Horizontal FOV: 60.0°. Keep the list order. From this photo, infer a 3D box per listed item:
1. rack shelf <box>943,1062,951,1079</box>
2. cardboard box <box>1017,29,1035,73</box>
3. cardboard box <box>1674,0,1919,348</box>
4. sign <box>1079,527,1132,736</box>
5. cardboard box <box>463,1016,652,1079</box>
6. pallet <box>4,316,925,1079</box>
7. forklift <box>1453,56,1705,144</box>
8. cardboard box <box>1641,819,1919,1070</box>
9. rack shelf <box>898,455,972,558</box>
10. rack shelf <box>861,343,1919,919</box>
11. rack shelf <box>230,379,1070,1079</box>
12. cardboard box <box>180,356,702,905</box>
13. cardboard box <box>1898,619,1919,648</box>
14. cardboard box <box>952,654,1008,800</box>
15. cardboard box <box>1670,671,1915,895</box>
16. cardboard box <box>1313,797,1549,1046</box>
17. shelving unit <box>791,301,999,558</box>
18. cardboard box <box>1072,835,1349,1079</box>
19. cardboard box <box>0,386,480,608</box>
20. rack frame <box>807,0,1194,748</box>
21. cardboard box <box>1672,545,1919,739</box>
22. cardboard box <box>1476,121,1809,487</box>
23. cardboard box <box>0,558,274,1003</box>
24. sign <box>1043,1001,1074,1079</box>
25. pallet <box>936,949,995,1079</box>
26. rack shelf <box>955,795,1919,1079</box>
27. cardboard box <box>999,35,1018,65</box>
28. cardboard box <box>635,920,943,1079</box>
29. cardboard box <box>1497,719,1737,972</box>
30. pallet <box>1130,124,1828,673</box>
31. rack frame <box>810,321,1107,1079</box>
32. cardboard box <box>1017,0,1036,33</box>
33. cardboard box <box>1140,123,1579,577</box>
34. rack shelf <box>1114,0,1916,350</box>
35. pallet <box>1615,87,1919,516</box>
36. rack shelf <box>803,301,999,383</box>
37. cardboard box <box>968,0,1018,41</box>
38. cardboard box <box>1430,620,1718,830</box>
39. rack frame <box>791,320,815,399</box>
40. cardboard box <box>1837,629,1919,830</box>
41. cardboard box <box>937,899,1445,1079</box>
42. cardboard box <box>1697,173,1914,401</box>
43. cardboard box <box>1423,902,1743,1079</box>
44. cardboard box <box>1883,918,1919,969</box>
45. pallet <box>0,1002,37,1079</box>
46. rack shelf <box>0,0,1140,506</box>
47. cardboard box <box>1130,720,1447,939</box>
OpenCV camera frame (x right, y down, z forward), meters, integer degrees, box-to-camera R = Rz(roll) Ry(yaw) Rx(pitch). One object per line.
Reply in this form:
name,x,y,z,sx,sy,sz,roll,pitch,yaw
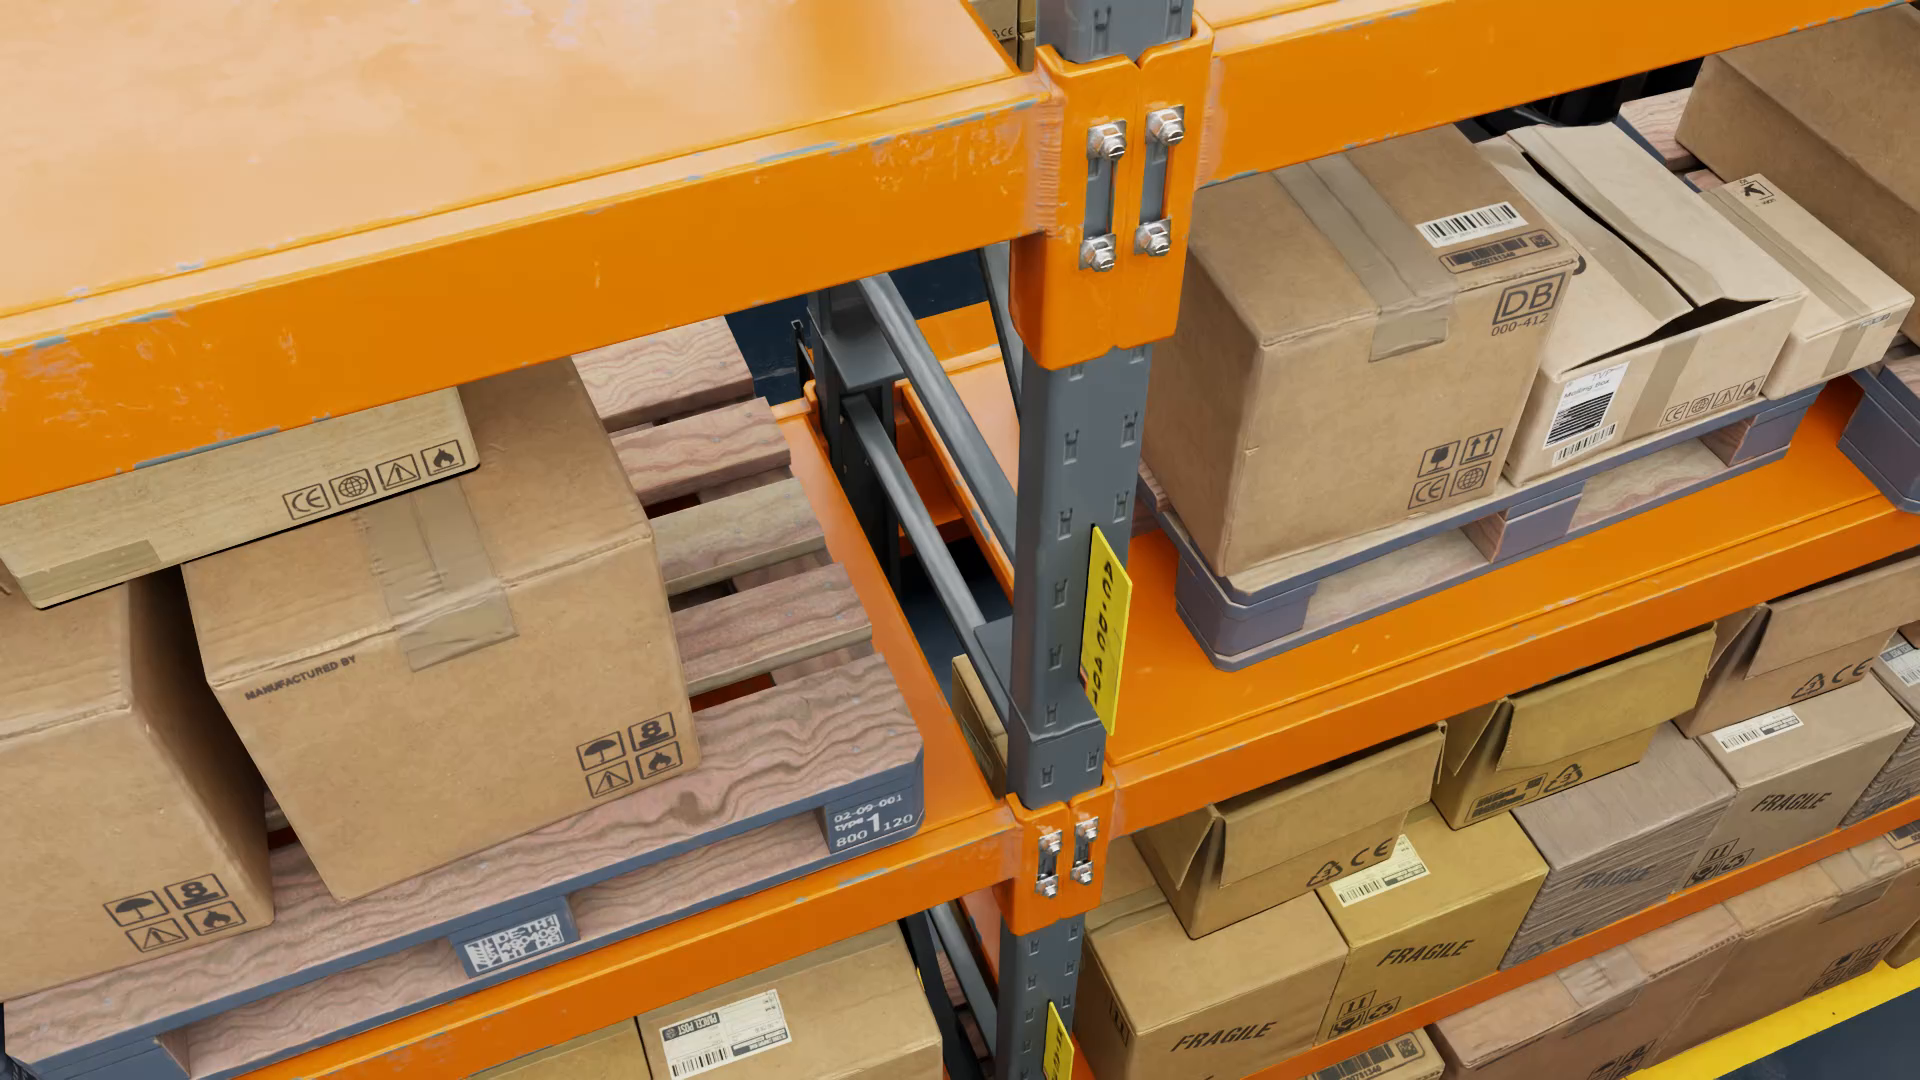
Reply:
rack shelf,-1.878,1.713,3.616,4.000,0.370,1.077,-17,52,-14
cardboard box,0.419,-2.395,8.041,0.500,0.500,0.500,-19,52,-16
cardboard box,1.793,-0.789,2.969,0.637,0.503,0.797,-18,52,-15
sign,0.185,0.123,2.138,0.005,0.325,0.100,-17,52,-14
cardboard box,-0.816,1.073,3.100,0.500,0.500,0.500,-17,51,-14
pallet,-0.788,0.184,2.537,1.213,0.211,1.003,-17,52,-14
forklift,2.667,-2.058,6.426,3.031,2.935,1.130,-21,53,-17
cardboard box,2.202,0.747,5.096,0.875,0.875,1.225,-17,51,-14
rack shelf,-0.006,-0.205,6.348,1.000,0.278,0.538,-17,52,-14
rack shelf,1.825,-0.411,3.464,4.000,0.370,1.077,-17,52,-14
rack shelf,-1.878,0.736,2.478,4.000,0.370,1.077,-17,52,-14
cardboard box,-0.728,-0.007,2.234,0.500,0.500,0.700,-20,52,-16
cardboard box,2.389,-0.218,4.074,0.637,0.503,0.797,-16,51,-13
cardboard box,0.303,0.547,4.078,0.500,0.500,0.500,-17,51,-14
cardboard box,1.899,0.476,4.139,0.500,0.500,0.500,-16,51,-14
cardboard box,0.959,0.772,3.885,0.500,0.500,0.500,-17,51,-14
shelving unit,-0.006,-0.365,6.162,1.048,1.125,0.538,-17,52,-14
cardboard box,0.494,0.916,3.761,0.500,0.500,0.500,-17,51,-14
cardboard box,-0.900,-0.253,1.951,0.500,0.250,0.500,-20,52,-17
rack frame,-0.026,-1.049,1.560,0.127,3.000,1.000,-17,52,-14
cardboard box,1.771,-0.021,3.905,0.637,0.503,0.797,-16,51,-13
cardboard box,1.023,-0.431,2.789,0.500,0.311,0.500,-19,52,-15
cardboard box,-1.228,0.144,2.104,0.500,0.500,0.700,-15,51,-12
sign,0.185,0.987,3.143,0.005,0.325,0.100,-17,52,-14
pallet,0.659,1.540,5.129,1.213,0.211,1.003,-17,52,-14
rack shelf,1.825,0.566,4.602,4.000,0.370,1.077,-17,52,-14
cardboard box,-0.055,-2.268,7.932,0.500,0.500,0.500,-16,51,-14
cardboard box,-0.351,0.933,3.221,0.500,0.500,0.500,-16,51,-13
cardboard box,1.422,0.628,4.008,0.500,0.500,0.500,-18,52,-15
pallet,0.804,-0.307,3.026,1.217,0.209,0.805,-19,52,-16
rack frame,-0.026,0.905,3.836,0.127,3.000,1.000,-17,52,-14
cardboard box,0.421,-2.654,7.769,0.500,0.250,0.500,-16,51,-13
cardboard box,0.507,-0.415,2.650,0.500,0.500,0.700,-16,51,-13
rack shelf,1.825,-1.258,2.477,4.000,0.370,1.077,-17,52,-14
pallet,2.066,-0.613,3.287,1.213,0.211,1.003,-15,51,-13
rack shelf,-0.006,-0.555,5.940,1.000,0.278,0.538,-17,52,-14
cardboard box,-0.058,-2.498,7.635,0.500,0.250,0.500,-15,51,-13
cardboard box,1.202,0.168,3.742,0.637,0.503,0.797,-17,51,-14
rack frame,-0.477,-0.219,6.037,0.032,1.125,0.500,-17,52,-14
cardboard box,2.370,0.331,4.263,0.500,0.500,0.500,-19,52,-15
cardboard box,0.558,1.263,4.653,0.875,0.875,1.225,-17,51,-14
cardboard box,1.409,-0.449,2.910,0.250,0.149,0.380,-19,52,-16
cardboard box,1.385,1.006,4.873,0.875,0.875,1.225,-19,52,-15
cardboard box,3.030,0.497,5.311,0.875,0.875,1.225,-19,52,-16
pallet,-1.915,0.531,2.238,1.213,0.211,1.003,-17,52,-14
rack shelf,-1.878,-0.111,1.492,4.000,0.370,1.077,-17,52,-14
cardboard box,0.562,0.357,3.580,0.637,0.503,0.797,-18,52,-15
